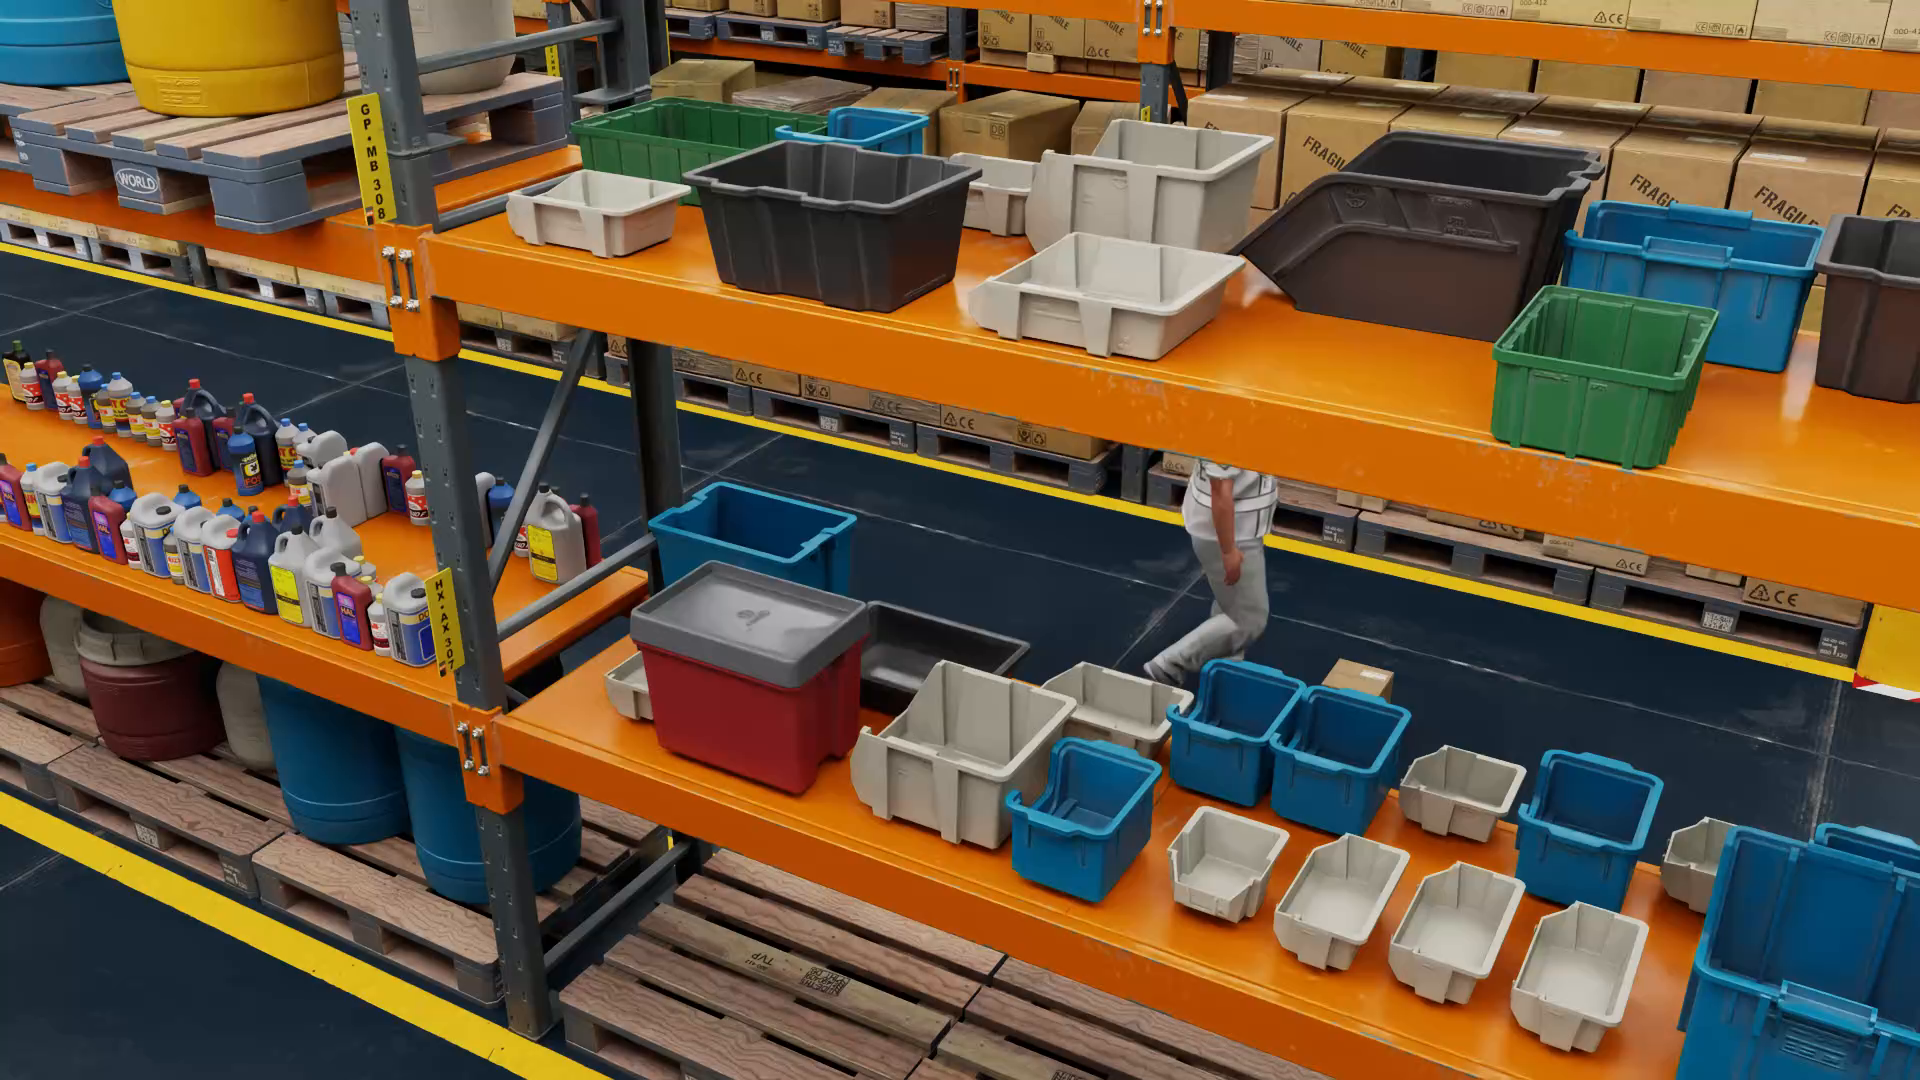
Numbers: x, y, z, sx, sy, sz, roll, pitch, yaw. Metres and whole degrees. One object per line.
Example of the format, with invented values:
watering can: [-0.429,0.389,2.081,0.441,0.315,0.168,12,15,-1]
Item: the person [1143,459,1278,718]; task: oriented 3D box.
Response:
person: [1.159,-0.060,7.183,0.615,1.743,0.589,1,26,2]
